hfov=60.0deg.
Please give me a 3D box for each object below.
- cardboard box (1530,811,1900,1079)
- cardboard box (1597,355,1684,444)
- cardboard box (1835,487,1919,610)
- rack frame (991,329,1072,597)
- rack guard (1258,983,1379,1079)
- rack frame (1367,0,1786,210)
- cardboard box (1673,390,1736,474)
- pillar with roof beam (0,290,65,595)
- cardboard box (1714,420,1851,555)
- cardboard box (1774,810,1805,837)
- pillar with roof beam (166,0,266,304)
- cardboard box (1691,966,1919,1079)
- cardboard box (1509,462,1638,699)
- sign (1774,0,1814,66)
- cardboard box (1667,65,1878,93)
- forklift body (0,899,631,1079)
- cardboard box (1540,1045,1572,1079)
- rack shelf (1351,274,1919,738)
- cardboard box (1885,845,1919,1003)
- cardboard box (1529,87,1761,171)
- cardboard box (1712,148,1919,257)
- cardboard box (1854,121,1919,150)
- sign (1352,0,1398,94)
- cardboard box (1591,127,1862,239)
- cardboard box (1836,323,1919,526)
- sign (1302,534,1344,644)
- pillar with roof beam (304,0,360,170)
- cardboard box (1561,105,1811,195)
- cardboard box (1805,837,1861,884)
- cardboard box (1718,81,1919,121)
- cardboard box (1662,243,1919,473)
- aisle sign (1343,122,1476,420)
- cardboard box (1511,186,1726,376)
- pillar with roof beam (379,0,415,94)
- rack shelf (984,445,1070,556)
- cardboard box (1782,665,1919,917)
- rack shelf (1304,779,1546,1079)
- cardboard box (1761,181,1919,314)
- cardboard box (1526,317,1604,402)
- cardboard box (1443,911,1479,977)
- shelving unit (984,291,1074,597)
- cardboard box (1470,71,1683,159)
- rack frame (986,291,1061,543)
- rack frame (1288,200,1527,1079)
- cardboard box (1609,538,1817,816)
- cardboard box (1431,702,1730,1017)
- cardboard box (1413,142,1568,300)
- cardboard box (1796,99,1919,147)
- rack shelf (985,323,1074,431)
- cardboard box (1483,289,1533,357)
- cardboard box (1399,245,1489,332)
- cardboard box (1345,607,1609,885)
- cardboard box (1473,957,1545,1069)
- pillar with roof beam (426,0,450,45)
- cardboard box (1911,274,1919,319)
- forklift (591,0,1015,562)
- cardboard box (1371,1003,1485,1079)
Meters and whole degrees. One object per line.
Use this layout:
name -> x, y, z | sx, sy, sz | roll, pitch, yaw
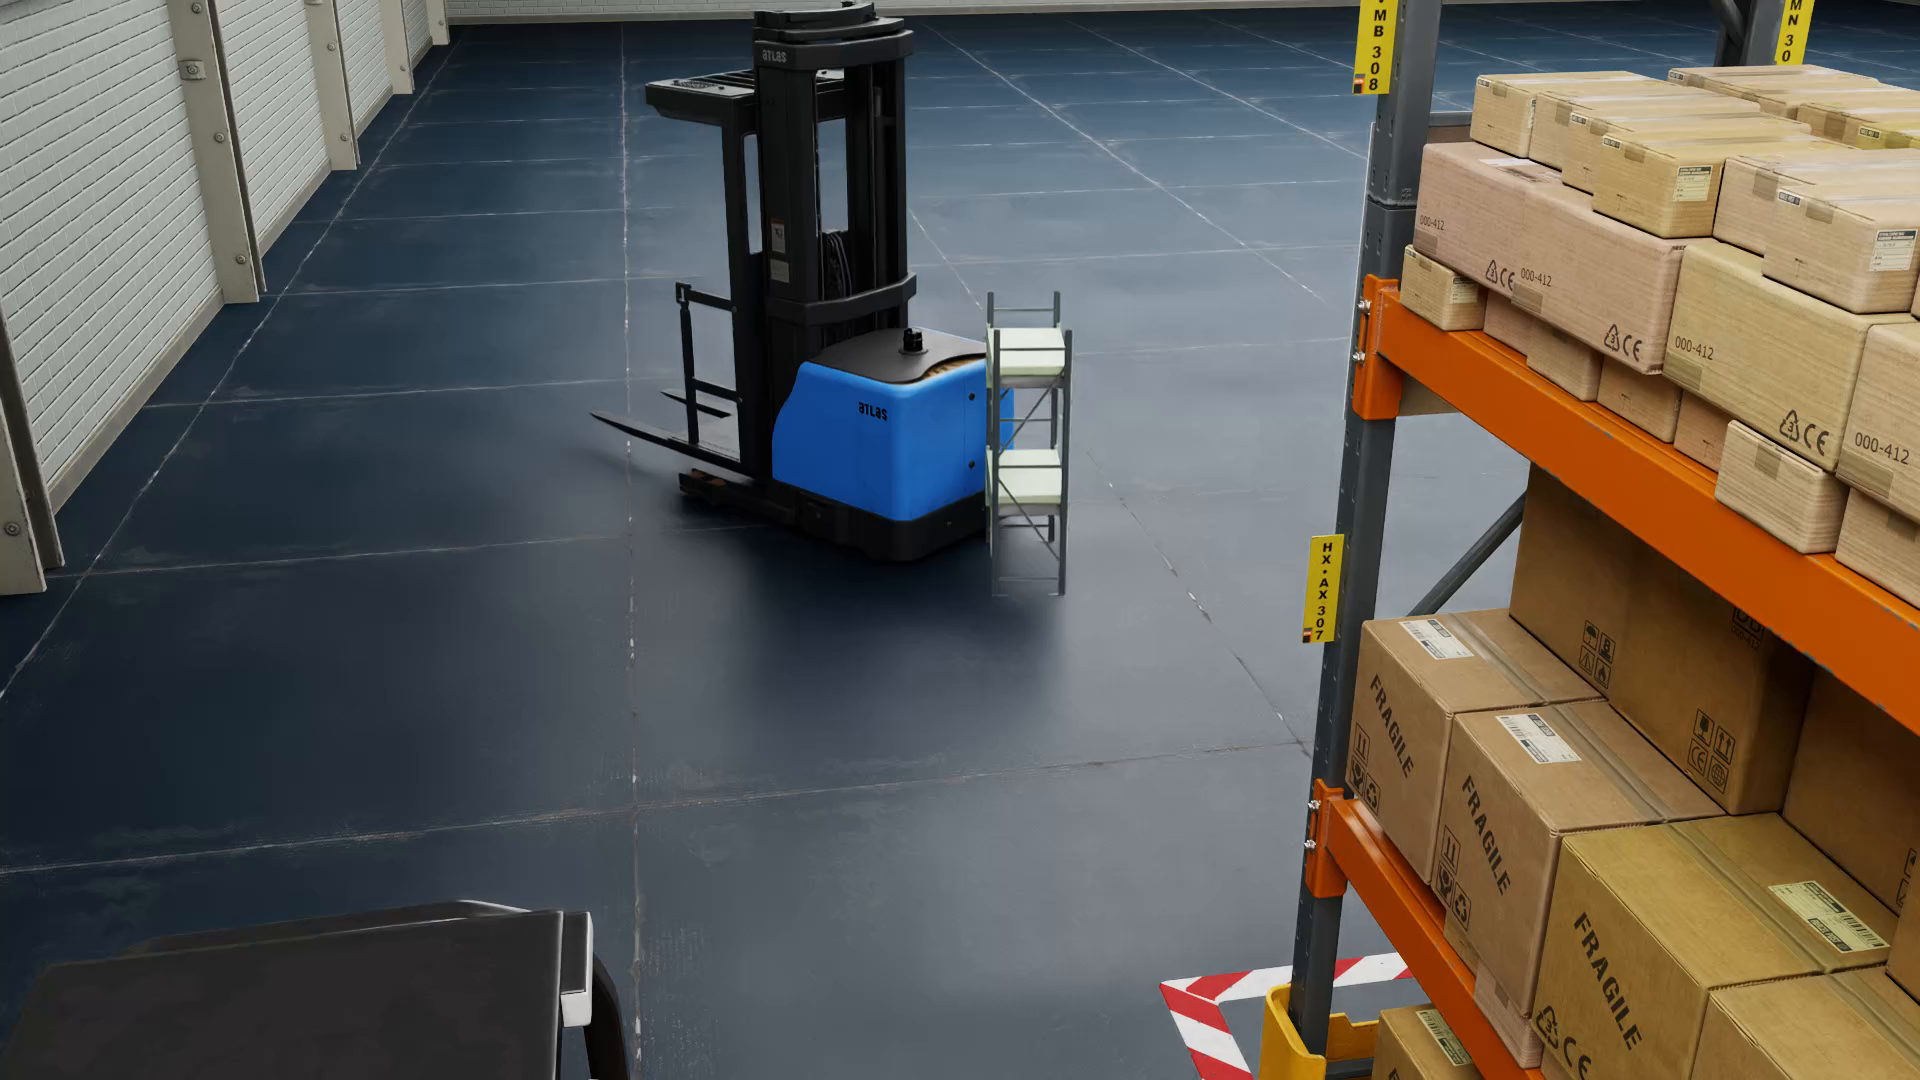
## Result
cardboard box -> 1.551, 0.922, 3.394 | 0.500, 0.500, 0.500 | -5, 24, -11
cardboard box -> 1.505, -0.312, 3.284 | 0.380, 0.149, 0.250 | -4, 24, -10
cardboard box -> 1.615, -0.003, 2.575 | 0.380, 0.149, 0.250 | -5, 24, -11
rack frame -> 0.370, -0.381, 8.750 | 0.400, 1.500, 0.023 | -1, 24, -1
rack guard -> 1.555, 1.669, 5.304 | 1.175, 0.500, 0.348 | -4, 24, -10
rack frame -> 1.541, -2.256, 3.671 | 1.000, 3.000, 0.127 | -4, 24, -10
cardboard box -> 1.558, -0.208, 3.045 | 0.380, 0.149, 0.250 | -5, 24, -11
pillar with roof beam -> -0.972, -4.225, 8.180 | 9.100, 9.000, 0.400 | -4, 24, -10
cardboard box -> 1.526, -0.103, 2.805 | 0.380, 0.149, 0.250 | -4, 24, -9
cardboard box -> 2.001, 0.702, 3.899 | 0.500, 0.500, 0.500 | -4, 24, -10
pillar with roof beam -> -2.081, -6.585, 13.584 | 9.100, 9.000, 0.400 | -4, 24, -10
cardboard box -> 1.653, 1.122, 2.938 | 0.500, 0.500, 0.500 | -5, 24, -11
cardboard box -> 1.850, 0.038, 4.169 | 0.700, 0.500, 0.500 | -5, 24, -11
sign -> 2.090, -1.320, 4.171 | 0.100, 0.325, 0.005 | -4, 24, -10
cardboard box -> 1.894, -1.020, 3.908 | 0.380, 0.149, 0.250 | -4, 24, -9
forklift body -> -1.193, 1.862, 2.799 | 2.313, 2.155, 1.214 | -4, 24, -10
cardboard box -> 1.513, 1.169, 3.640 | 0.380, 0.149, 0.250 | -4, 24, -8
rack shelf -> 1.911, 0.235, 2.614 | 1.077, 0.370, 4.000 | -4, 24, -10
cardboard box -> 2.088, 0.637, 2.798 | 0.700, 0.500, 0.500 | -4, 24, -10
cardboard box -> 1.469, -0.878, 3.583 | 0.380, 0.149, 0.250 | -4, 24, -10
cardboard box -> 1.568, -0.581, 2.902 | 0.380, 0.149, 0.250 | -4, 24, -10
cardboard box -> 1.965, -0.713, 3.205 | 0.380, 0.149, 0.250 | -4, 24, -9
sign -> 1.008, -1.241, 4.005 | 0.100, 0.325, 0.005 | -4, 24, -10
cardboard box -> 1.428, -0.671, 3.109 | 0.380, 0.149, 0.250 | -4, 24, -10
cardboard box -> 1.651, -0.128, 2.363 | 0.500, 0.250, 0.500 | -4, 24, -9
sign -> 1.008, 0.137, 4.607 | 0.100, 0.325, 0.005 | -4, 24, -10
pillar with roof beam -> -3.191, -8.945, 18.988 | 9.100, 9.000, 0.400 | -4, 24, -10
cardboard box -> 1.454, -0.776, 3.348 | 0.380, 0.149, 0.250 | -4, 24, -10
cardboard box -> 2.090, 0.899, 3.447 | 0.500, 0.500, 0.500 | -4, 24, -10
cardboard box -> 1.904, -0.916, 3.669 | 0.380, 0.149, 0.250 | -4, 24, -9
cardboard box -> 1.576, -0.331, 2.828 | 0.500, 0.250, 0.500 | -4, 24, -8
aisle sign -> 1.225, -0.699, 4.355 | 0.394, 0.787, 0.004 | -4, 24, -10
cardboard box -> 1.456, -0.532, 3.289 | 0.500, 0.250, 0.500 | -5, 24, -11
pillar with roof beam -> -4.300, -11.305, 24.391 | 9.100, 9.000, 0.400 | -4, 24, -10
rack shelf -> 0.361, -0.229, 9.215 | 0.431, 0.370, 0.720 | -1, 24, -1
cardboard box -> 2.132, 0.431, 3.270 | 0.700, 0.500, 0.500 | -5, 24, -10
rack shelf -> 1.911, 1.610, 3.215 | 1.077, 0.370, 4.000 | -4, 24, -10
cardboard box -> 1.536, -0.472, 2.653 | 0.380, 0.149, 0.250 | -4, 24, -8
cardboard box -> 1.435, -0.408, 3.503 | 0.380, 0.149, 0.250 | -4, 24, -8
cardboard box -> 1.431, 0.966, 4.104 | 0.380, 0.149, 0.250 | -5, 24, -11
shelving unit -> 0.361, -0.528, 9.085 | 0.431, 1.500, 0.755 | -1, 24, -1
cardboard box -> 1.407, -0.976, 3.808 | 0.380, 0.149, 0.250 | -4, 24, -10
rack frame -> 0.352, -0.674, 9.420 | 0.400, 1.500, 0.023 | -1, 24, -1
rack frame -> 1.541, 0.494, 4.872 | 1.000, 3.000, 0.127 | -4, 24, -10
cardboard box -> 1.937, 0.238, 3.712 | 0.700, 0.500, 0.500 | -4, 24, -9
cardboard box -> 1.455, 0.722, 3.853 | 0.500, 0.500, 0.500 | -4, 24, -8
cardboard box -> 1.372, -0.731, 3.744 | 0.500, 0.250, 0.500 | -5, 24, -11
cardboard box -> 1.969, -0.817, 3.442 | 0.380, 0.149, 0.250 | -5, 24, -10
rack shelf -> 0.361, -0.886, 8.929 | 0.431, 0.370, 0.720 | -1, 24, -1
cardboard box -> 1.420, -0.515, 3.747 | 0.380, 0.149, 0.250 | -5, 24, -11
cardboard box -> 1.284, -0.611, 3.968 | 0.380, 0.149, 0.250 | -4, 24, -10
cardboard box -> 1.356, 0.518, 4.319 | 0.500, 0.500, 0.500 | -5, 24, -11
cardboard box -> 1.432, 1.069, 3.867 | 0.380, 0.149, 0.250 | -4, 24, -9
pillar with roof beam -> -5.410, -13.665, 29.795 | 9.100, 9.000, 0.400 | -4, 24, -10
cardboard box -> 1.657, -0.376, 2.432 | 0.380, 0.149, 0.250 | -4, 24, -9
forklift -> -1.111, -1.693, 9.965 | 3.031, 2.935, 1.130 | 19, 30, 37
cardboard box -> 1.424, 1.565, 4.394 | 0.500, 0.500, 0.500 | -5, 24, -12
